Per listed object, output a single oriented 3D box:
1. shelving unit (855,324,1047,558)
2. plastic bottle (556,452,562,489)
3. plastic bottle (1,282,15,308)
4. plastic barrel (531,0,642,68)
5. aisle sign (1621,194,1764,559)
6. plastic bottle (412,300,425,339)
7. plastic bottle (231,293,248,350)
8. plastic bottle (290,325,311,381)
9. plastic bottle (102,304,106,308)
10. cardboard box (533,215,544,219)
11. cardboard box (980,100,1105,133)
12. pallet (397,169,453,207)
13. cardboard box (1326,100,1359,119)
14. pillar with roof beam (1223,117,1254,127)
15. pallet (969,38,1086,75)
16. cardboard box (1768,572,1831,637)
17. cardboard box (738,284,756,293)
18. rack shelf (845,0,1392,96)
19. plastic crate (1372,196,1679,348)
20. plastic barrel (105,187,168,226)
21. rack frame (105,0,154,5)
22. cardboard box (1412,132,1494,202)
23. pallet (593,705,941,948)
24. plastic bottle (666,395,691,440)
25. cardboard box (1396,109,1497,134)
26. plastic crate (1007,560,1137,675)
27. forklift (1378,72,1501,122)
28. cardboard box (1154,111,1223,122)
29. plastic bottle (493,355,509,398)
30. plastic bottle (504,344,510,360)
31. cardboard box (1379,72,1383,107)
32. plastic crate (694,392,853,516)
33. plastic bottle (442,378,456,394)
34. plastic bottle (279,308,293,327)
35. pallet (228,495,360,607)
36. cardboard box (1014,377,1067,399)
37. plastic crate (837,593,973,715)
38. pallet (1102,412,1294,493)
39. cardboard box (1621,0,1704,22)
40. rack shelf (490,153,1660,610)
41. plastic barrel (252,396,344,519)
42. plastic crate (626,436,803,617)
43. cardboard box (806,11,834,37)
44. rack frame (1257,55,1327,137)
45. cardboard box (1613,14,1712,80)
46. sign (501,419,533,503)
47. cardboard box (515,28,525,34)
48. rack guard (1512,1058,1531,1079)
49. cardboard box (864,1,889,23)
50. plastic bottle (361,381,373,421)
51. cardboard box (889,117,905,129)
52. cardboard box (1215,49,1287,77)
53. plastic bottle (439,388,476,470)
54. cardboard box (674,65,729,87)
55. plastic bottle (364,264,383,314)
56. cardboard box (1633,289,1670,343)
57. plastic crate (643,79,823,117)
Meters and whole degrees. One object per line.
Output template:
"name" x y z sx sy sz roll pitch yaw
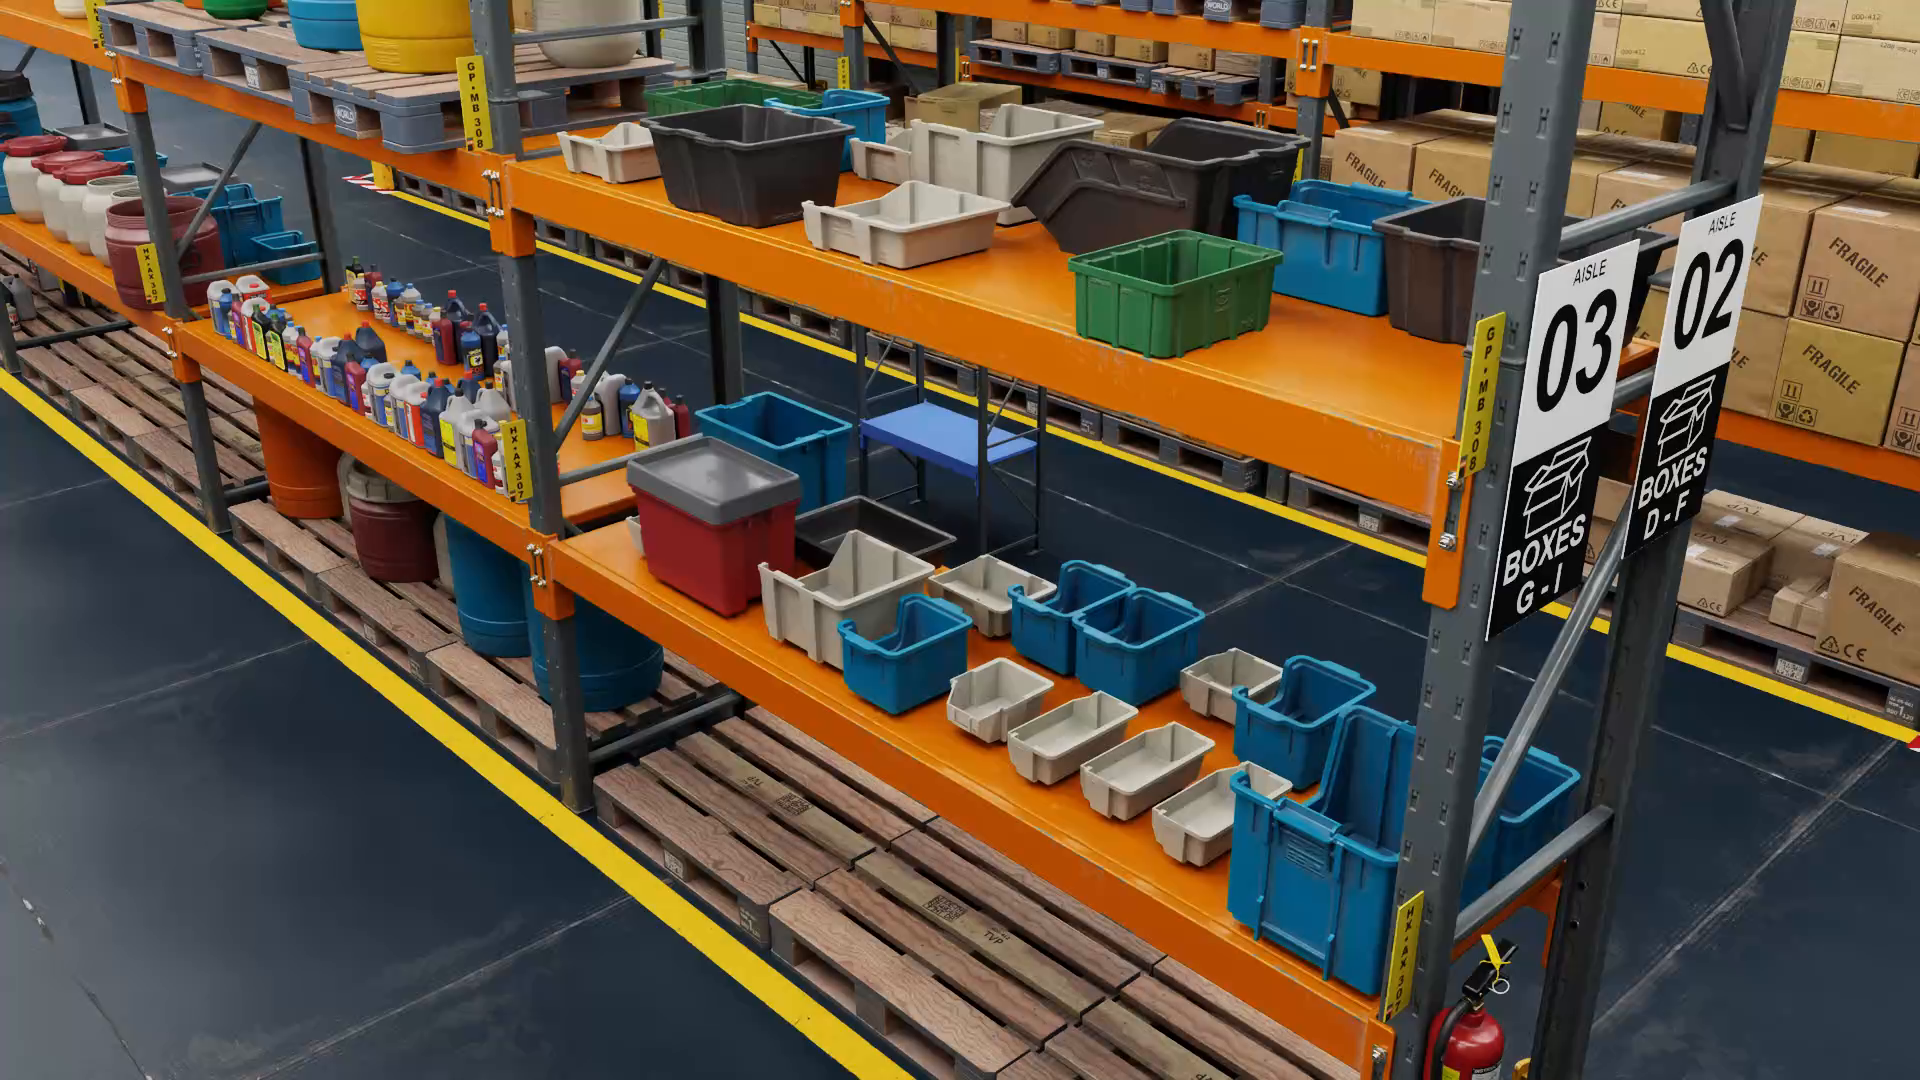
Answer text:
"shelving unit" -0.058 -0.708 9.495 0.538 1.500 1.048 -21 32 -38
"plastic bottle" -1.748 -0.315 7.066 0.097 0.201 0.097 0 25 0
"plastic bottle" -7.440 -1.869 12.894 0.144 0.351 0.185 -22 33 -40
"plastic barrel" -1.498 -2.185 6.641 0.433 0.535 0.433 0 25 0
"aisle sign" 1.679 -0.370 3.815 0.394 0.787 0.004 -21 32 -38
"plastic bottle" -2.911 -1.199 9.004 0.097 0.201 0.097 0 25 0
"plastic bottle" -3.804 -1.160 8.820 0.061 0.283 0.133 -21 32 -38
"plastic bottle" -3.304 -0.944 8.361 0.097 0.271 0.097 0 25 0
"plastic bottle" -6.826 -1.970 13.296 0.097 0.201 0.097 0 25 0
"cardboard box" -3.982 -3.337 16.258 0.500 0.250 0.500 -21 32 -38
"cardboard box" 0.562 -2.699 11.426 0.700 0.500 0.500 -15 28 -29
"pallet" -5.352 -3.888 18.018 1.003 0.211 1.213 -21 32 -38
"cardboard box" 3.518 -3.905 14.974 0.380 0.149 0.250 -20 31 -37
"pillar with roof beam" -0.223 -6.506 13.170 9.100 9.000 0.400 -21 32 -38
"pallet" 0.859 -5.211 17.789 1.003 0.211 1.213 -21 32 -38
"cardboard box" 4.268 0.317 8.325 0.380 0.166 0.250 -21 32 -38
"cardboard box" -1.671 -2.291 13.965 0.500 0.250 0.500 -20 31 -37
"rack shelf" 0.930 -3.384 10.807 1.077 0.370 4.000 -21 32 -38
"plastic crate" 1.353 -0.626 4.051 0.497 0.269 0.590 -21 32 -38
"plastic barrel" -4.914 -1.850 10.057 0.421 0.512 0.421 0 25 0
"rack frame" -4.055 -4.278 8.285 1.000 3.000 0.127 -21 32 -38
"cardboard box" 2.767 -1.862 8.893 0.500 0.500 0.500 -22 33 -40
"pallet" -0.790 1.144 6.988 1.003 0.211 1.213 -21 32 -38
"plastic bottle" -1.260 -0.516 7.407 0.061 0.283 0.133 -21 32 -38
"cardboard box" 2.832 -2.161 9.548 0.500 0.500 0.500 -21 32 -38
"plastic crate" 0.379 0.266 5.682 0.416 0.233 0.300 -21 32 -38
"forklift" 3.221 -2.809 12.375 1.130 2.935 3.031 -20 31 -37
"cardboard box" 2.302 -4.157 16.826 0.500 0.250 0.500 -20 32 -38
"plastic bottle" -2.229 -0.804 8.138 0.097 0.201 0.097 0 25 0
"plastic bottle" -2.151 -0.879 8.213 0.152 0.276 0.135 -21 32 -38
"cardboard box" 4.011 -4.017 14.439 0.500 0.500 0.500 -21 32 -39
"plastic crate" -0.753 -0.312 6.767 0.392 0.384 0.575 -21 32 -38
"plastic bottle" -2.343 -0.610 7.629 0.097 0.271 0.097 0 25 0
"plastic bottle" -3.601 -1.136 8.866 0.097 0.201 0.097 0 25 0
"pallet" -3.486 -0.053 9.611 1.003 0.211 1.213 -21 32 -38
"cardboard box" 0.727 -1.329 11.532 0.500 0.500 0.500 22 33 40
"plastic crate" -0.178 0.375 5.444 0.416 0.233 0.300 -21 32 -38
"pallet" 1.714 -0.708 11.047 1.003 0.211 1.213 -21 32 -38
"cardboard box" 3.466 -2.590 7.777 0.500 0.250 0.500 -21 32 -38
"rack shelf" 0.046 -0.768 5.072 1.077 0.370 4.000 -21 32 -38
"plastic barrel" -3.708 -0.609 9.579 0.600 0.830 0.708 -21 32 -38
"plastic crate" -0.894 -0.051 6.099 0.402 0.464 0.583 -21 32 -38
"cardboard box" -1.481 -6.176 19.831 0.500 0.250 0.500 -22 32 -39
"rack frame" 3.176 -4.359 15.691 1.000 3.000 0.127 -21 32 -38
"cardboard box" 3.472 -2.365 7.886 0.500 0.250 0.500 -21 32 -38
"sign" -1.724 -0.307 6.476 0.100 0.325 0.005 -21 32 -38
"cardboard box" -4.042 -4.760 15.668 0.380 0.149 0.250 -21 32 -39
"rack guard" 1.439 2.016 4.728 1.175 0.500 0.348 -21 32 -38
"cardboard box" -0.788 -6.214 19.009 0.500 0.500 0.500 -22 33 -40
"plastic bottle" -2.771 -0.676 7.857 0.097 0.201 0.097 0 25 0
"cardboard box" -0.636 -4.964 19.922 0.250 0.149 0.380 21 32 38
"cardboard box" 2.848 -4.744 15.885 0.500 0.500 0.700 19 31 36
"plastic bottle" -2.188 -0.500 7.291 0.144 0.351 0.185 -21 32 -38
"cardboard box" -2.298 -3.813 14.374 0.500 0.500 0.500 -19 30 -35
"plastic bottle" -3.310 -1.424 9.398 0.061 0.283 0.133 -21 32 -38
"cardboard box" 3.488 -1.094 8.414 0.500 0.500 0.500 -22 32 -39
"plastic crate" -0.811 -1.562 6.202 0.450 0.188 0.662 -21 32 -38
